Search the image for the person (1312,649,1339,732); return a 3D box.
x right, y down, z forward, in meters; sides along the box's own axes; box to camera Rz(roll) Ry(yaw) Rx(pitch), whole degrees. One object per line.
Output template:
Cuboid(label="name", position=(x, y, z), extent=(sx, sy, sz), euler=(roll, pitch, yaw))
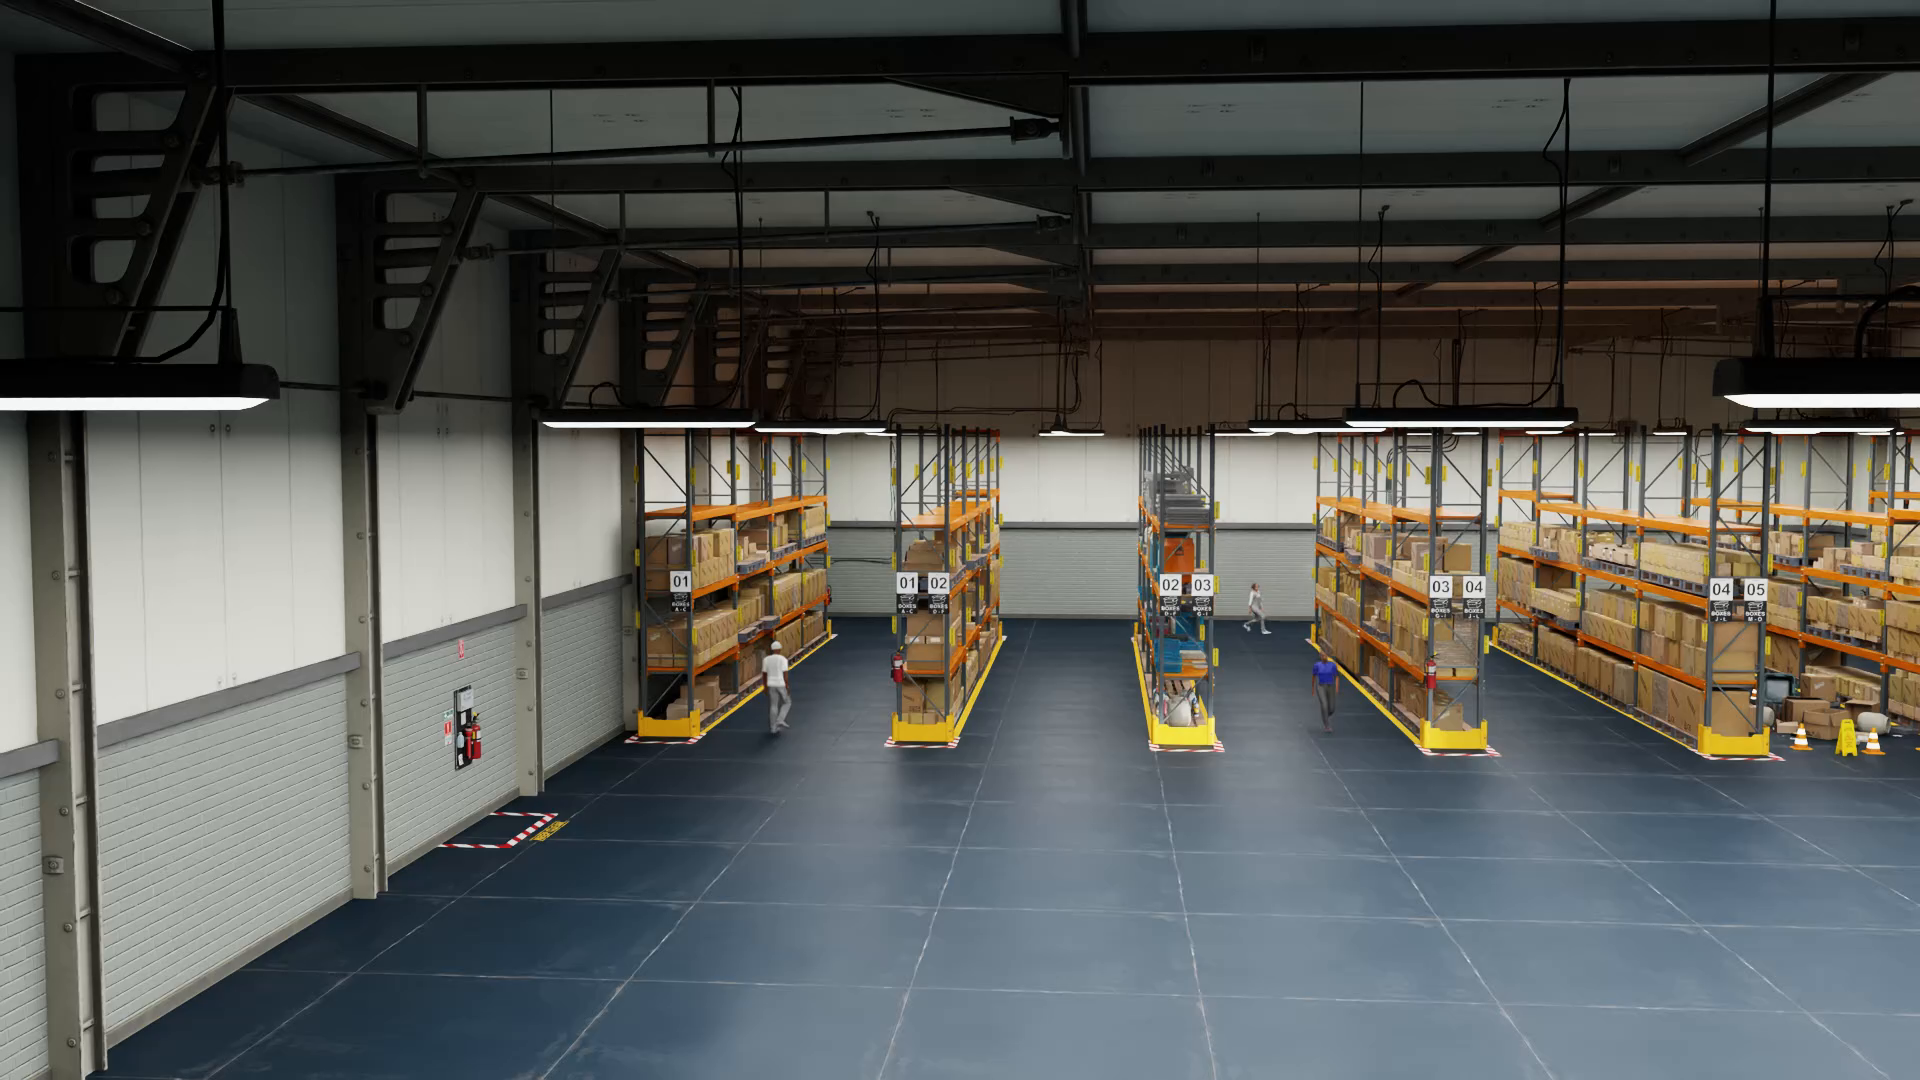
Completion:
Cuboid(label="person", position=(7.215, 2.939, 32.782), extent=(0.492, 1.575, 0.797), euler=(0, 3, 1))

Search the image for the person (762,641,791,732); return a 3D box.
Cuboid(label="person", position=(-3.584, 2.857, 32.479), extent=(0.603, 1.753, 0.476), euler=(1, 4, 17))

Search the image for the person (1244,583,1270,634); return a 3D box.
Cuboid(label="person", position=(8.716, 2.103, 48.921), extent=(0.906, 1.266, 0.395), euler=(3, 4, 39))
